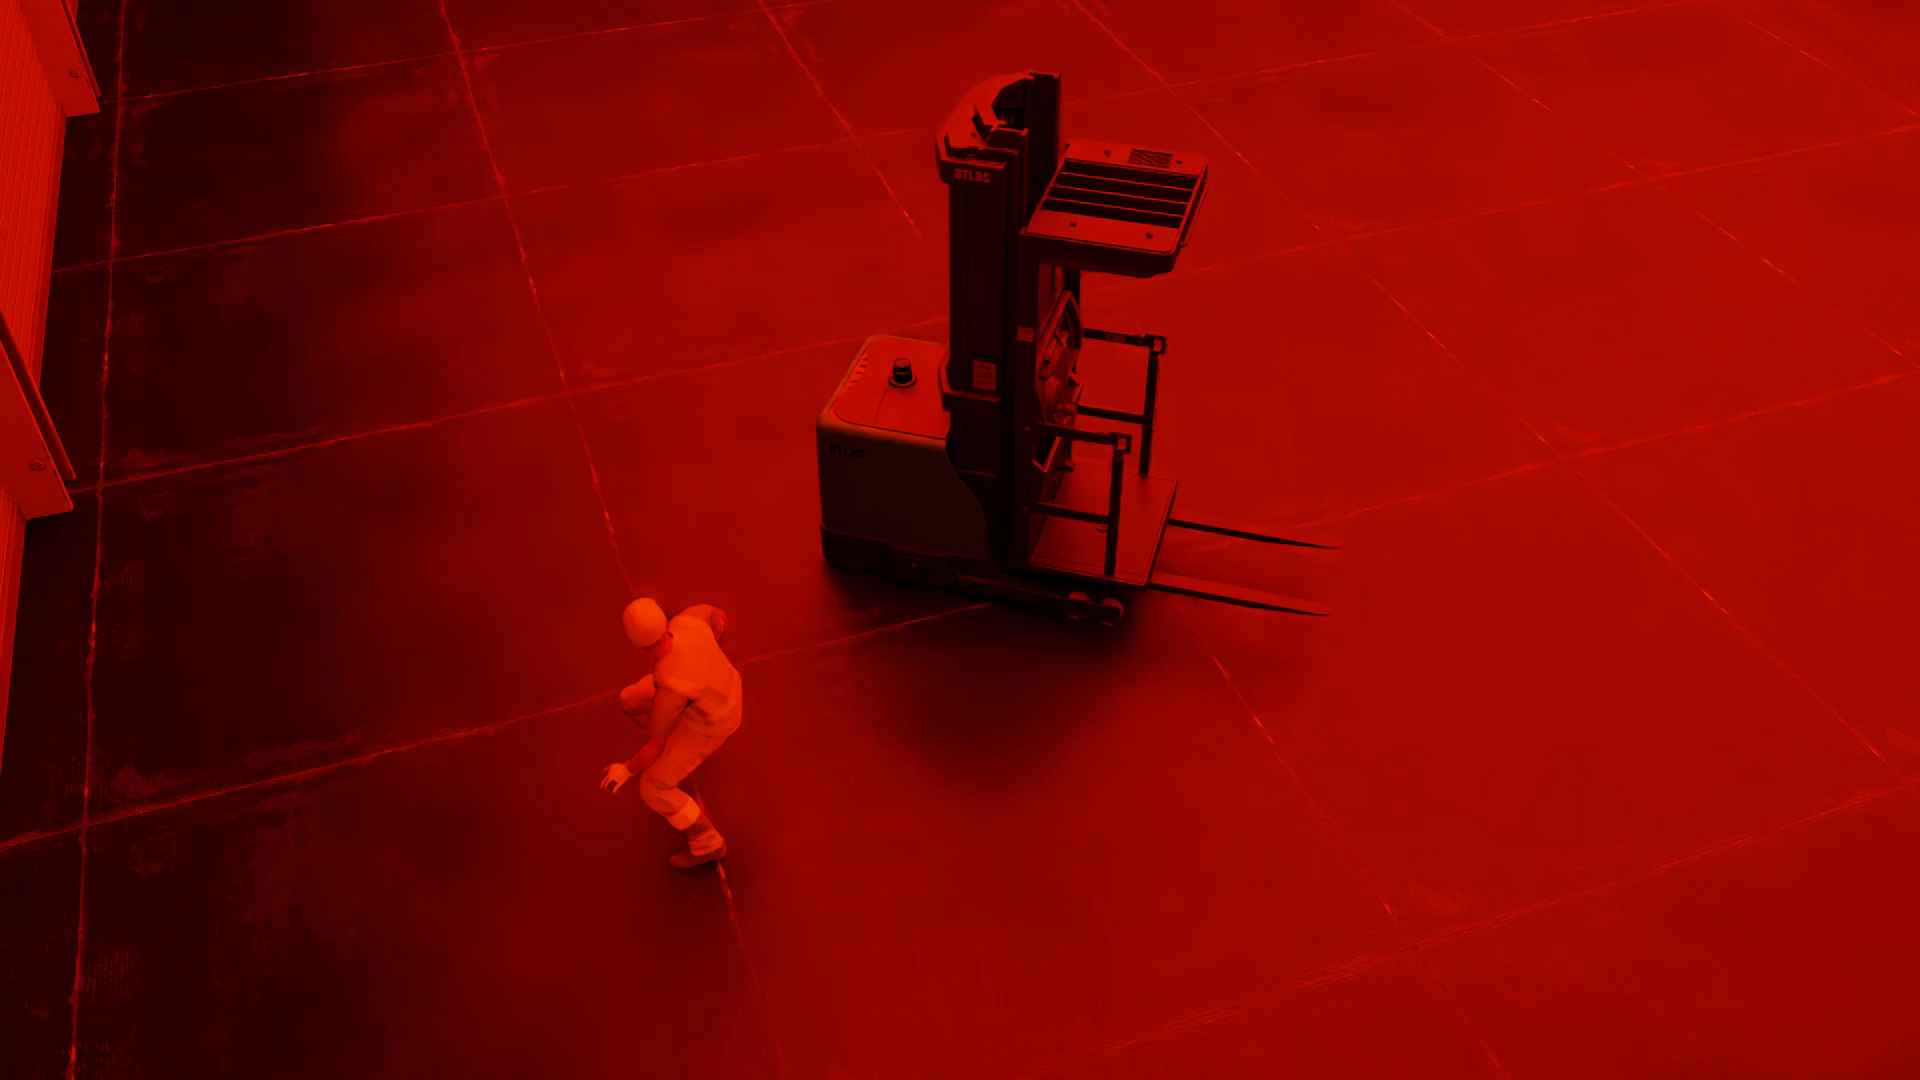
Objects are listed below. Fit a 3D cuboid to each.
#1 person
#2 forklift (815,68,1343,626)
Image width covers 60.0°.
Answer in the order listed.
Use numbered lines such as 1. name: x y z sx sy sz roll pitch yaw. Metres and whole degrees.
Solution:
1. person: -1.410 0.825 8.150 0.680 1.536 0.811 -2 40 -2
2. forklift: 0.735 -1.006 9.195 3.031 2.935 1.130 11 41 12
